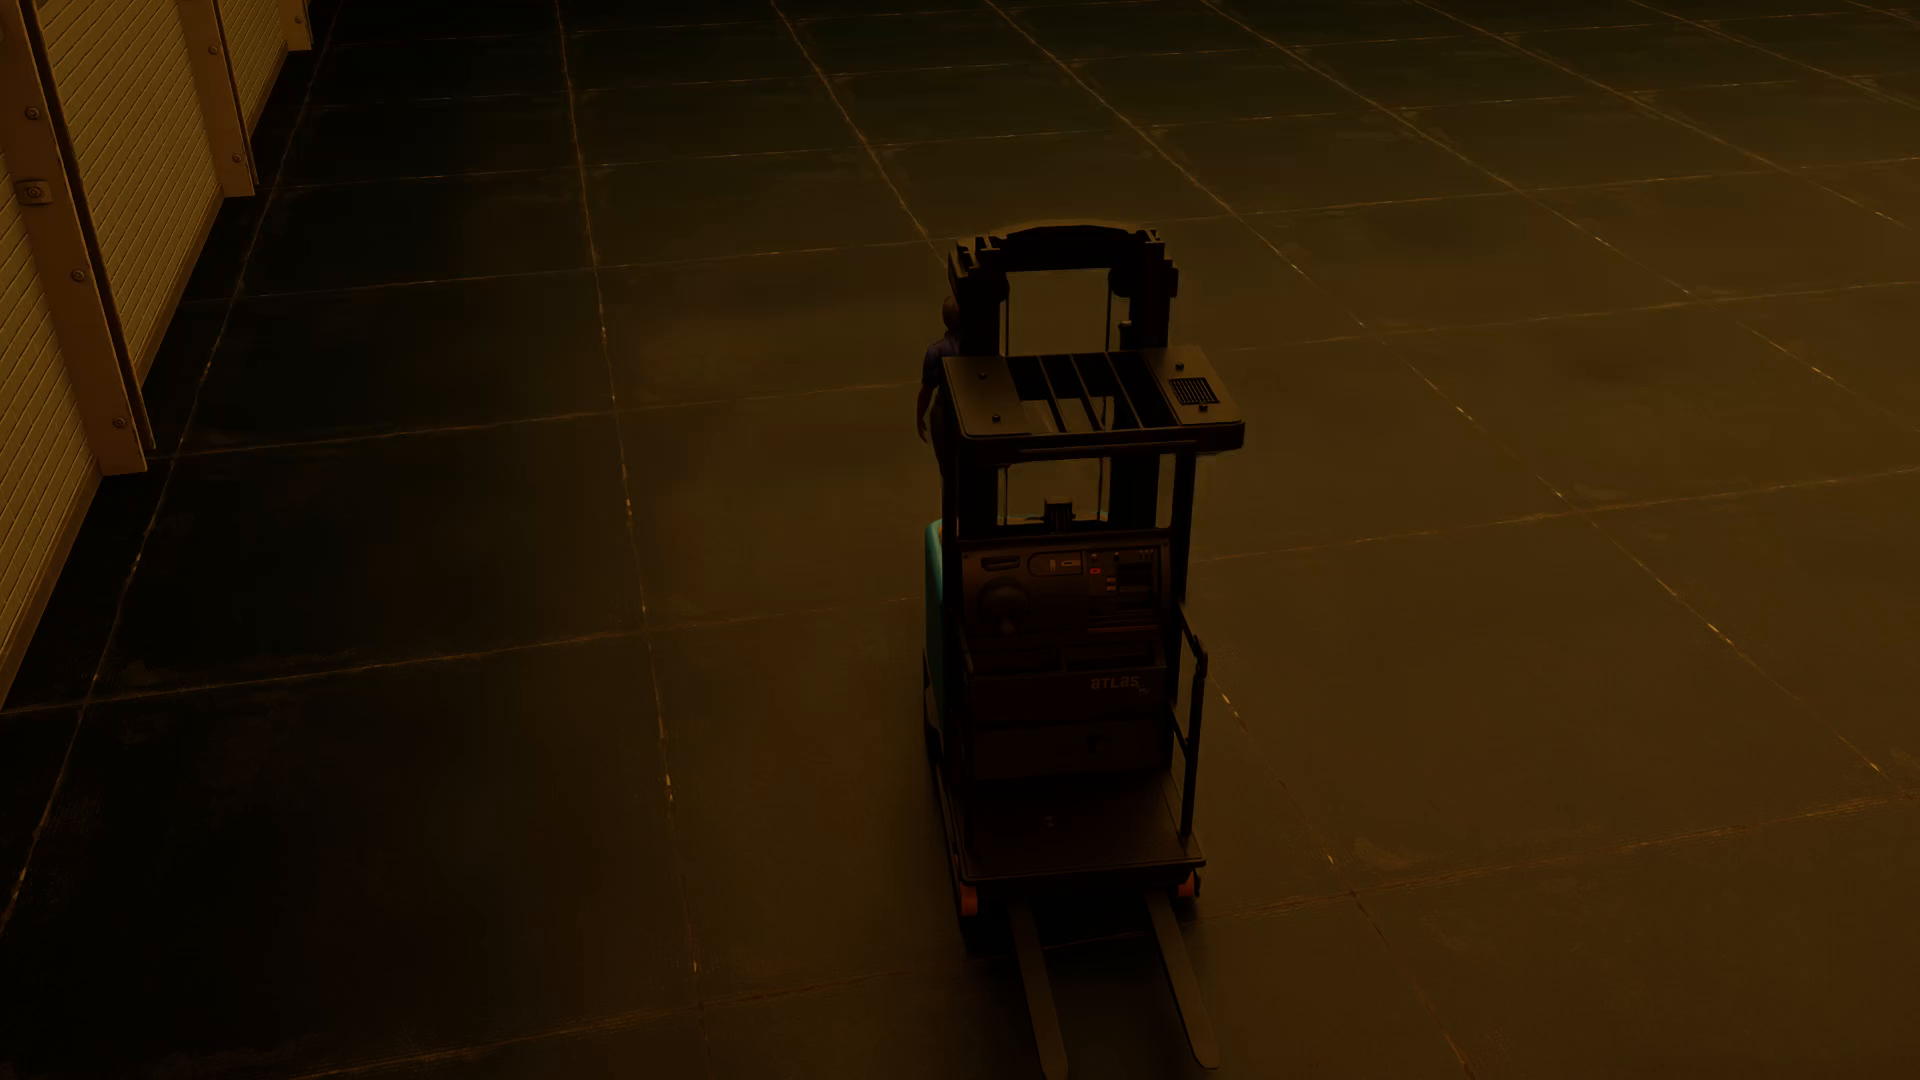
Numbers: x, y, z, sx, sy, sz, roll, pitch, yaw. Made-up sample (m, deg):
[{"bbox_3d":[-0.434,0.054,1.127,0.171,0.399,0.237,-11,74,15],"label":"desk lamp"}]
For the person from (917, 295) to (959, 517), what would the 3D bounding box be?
[{"bbox_3d":[-0.002,-0.767,10.160,0.570,1.656,0.503,-7,31,-12],"label":"person"}]

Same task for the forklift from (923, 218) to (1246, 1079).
[{"bbox_3d":[0.497,0.253,7.137,1.130,2.935,3.031,-4,30,-6],"label":"forklift"}]
